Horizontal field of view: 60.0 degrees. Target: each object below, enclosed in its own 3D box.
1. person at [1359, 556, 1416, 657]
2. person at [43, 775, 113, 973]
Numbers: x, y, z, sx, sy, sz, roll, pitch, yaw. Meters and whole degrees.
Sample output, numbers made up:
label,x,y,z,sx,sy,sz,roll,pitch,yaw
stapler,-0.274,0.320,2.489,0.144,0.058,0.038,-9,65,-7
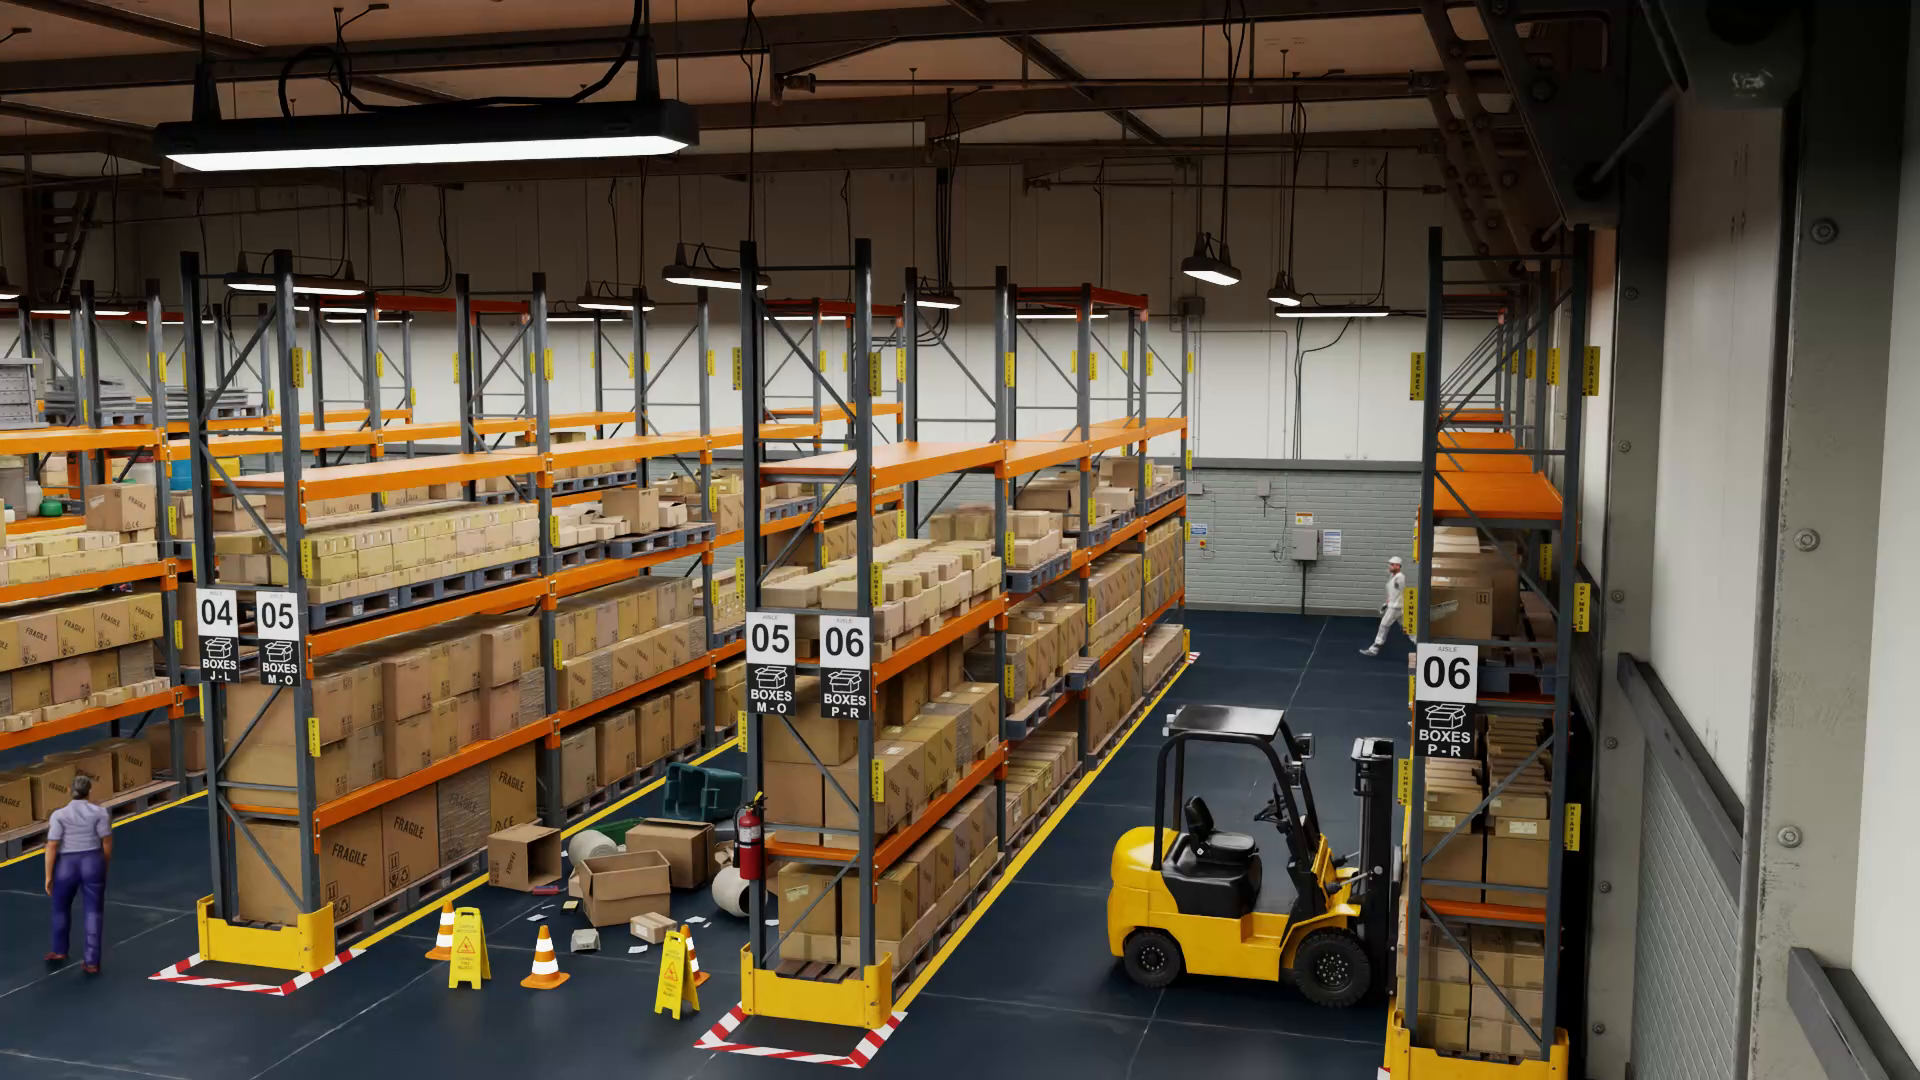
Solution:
label,x,y,z,sx,sy,sz,roll,pitch,yaw
person,7.370,1.133,28.235,1.093,1.726,0.488,2,7,20
person,-7.453,2.803,14.016,0.590,1.644,0.761,-3,7,-27
